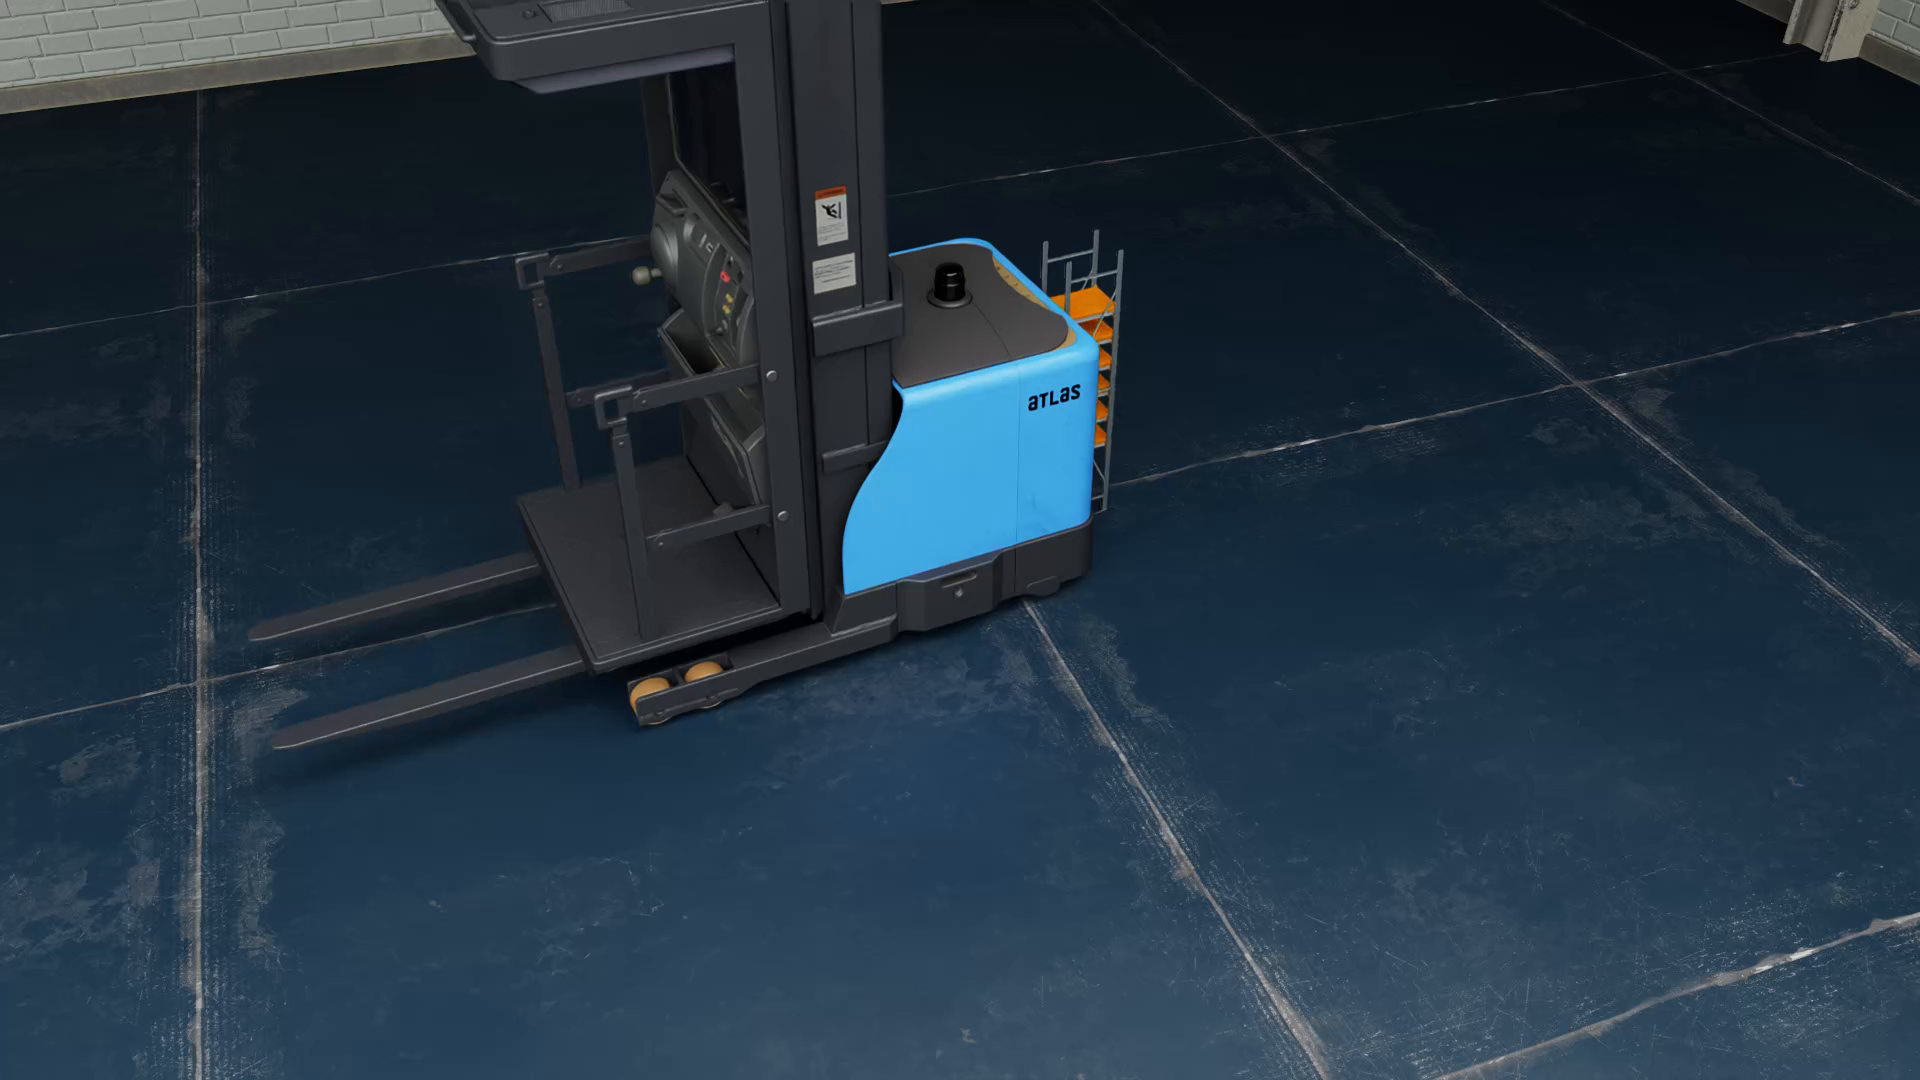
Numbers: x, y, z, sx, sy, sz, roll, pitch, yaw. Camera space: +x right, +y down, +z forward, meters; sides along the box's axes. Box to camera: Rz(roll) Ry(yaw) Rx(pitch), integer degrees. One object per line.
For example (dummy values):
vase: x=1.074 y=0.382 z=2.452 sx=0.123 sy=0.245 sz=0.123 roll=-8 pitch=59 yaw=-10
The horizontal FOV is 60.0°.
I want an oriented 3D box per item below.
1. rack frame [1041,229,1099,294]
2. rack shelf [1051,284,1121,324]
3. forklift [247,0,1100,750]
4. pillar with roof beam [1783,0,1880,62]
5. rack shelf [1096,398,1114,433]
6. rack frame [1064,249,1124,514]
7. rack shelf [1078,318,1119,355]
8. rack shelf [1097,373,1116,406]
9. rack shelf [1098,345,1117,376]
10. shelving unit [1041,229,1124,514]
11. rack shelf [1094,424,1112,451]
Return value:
rack frame: x=0.420 y=-0.669 z=6.641 sx=0.240 sy=1.200 sz=0.006 roll=-16 pitch=40 yaw=-20
rack shelf: x=0.460 y=-0.872 z=6.386 sx=0.258 sy=0.103 sz=0.180 roll=-16 pitch=40 yaw=-20
forklift: x=-1.042 y=-0.882 z=5.485 sx=3.031 sy=2.935 sz=1.130 roll=-16 pitch=40 yaw=-20
pillar with roof beam: x=1.714 y=-5.985 z=7.217 sx=9.100 sy=9.000 sz=0.400 roll=-12 pitch=39 yaw=-16
rack shelf: x=0.460 y=-0.489 z=6.675 sx=0.258 sy=0.103 sz=0.180 roll=-16 pitch=40 yaw=-20
rack frame: x=0.500 y=-0.570 z=6.510 sx=0.240 sy=1.200 sz=0.006 roll=-16 pitch=40 yaw=-20
rack shelf: x=0.460 y=-0.776 z=6.458 sx=0.258 sy=0.103 sz=0.180 roll=-16 pitch=40 yaw=-20
rack shelf: x=0.460 y=-0.584 z=6.602 sx=0.258 sy=0.103 sz=0.180 roll=-16 pitch=40 yaw=-20
rack shelf: x=0.460 y=-0.680 z=6.530 sx=0.258 sy=0.103 sz=0.180 roll=-16 pitch=40 yaw=-20
shelving unit: x=0.460 y=-0.620 z=6.576 sx=0.258 sy=1.200 sz=0.189 roll=-16 pitch=40 yaw=-20
rack shelf: x=0.460 y=-0.393 z=6.747 sx=0.258 sy=0.103 sz=0.180 roll=-16 pitch=40 yaw=-20
